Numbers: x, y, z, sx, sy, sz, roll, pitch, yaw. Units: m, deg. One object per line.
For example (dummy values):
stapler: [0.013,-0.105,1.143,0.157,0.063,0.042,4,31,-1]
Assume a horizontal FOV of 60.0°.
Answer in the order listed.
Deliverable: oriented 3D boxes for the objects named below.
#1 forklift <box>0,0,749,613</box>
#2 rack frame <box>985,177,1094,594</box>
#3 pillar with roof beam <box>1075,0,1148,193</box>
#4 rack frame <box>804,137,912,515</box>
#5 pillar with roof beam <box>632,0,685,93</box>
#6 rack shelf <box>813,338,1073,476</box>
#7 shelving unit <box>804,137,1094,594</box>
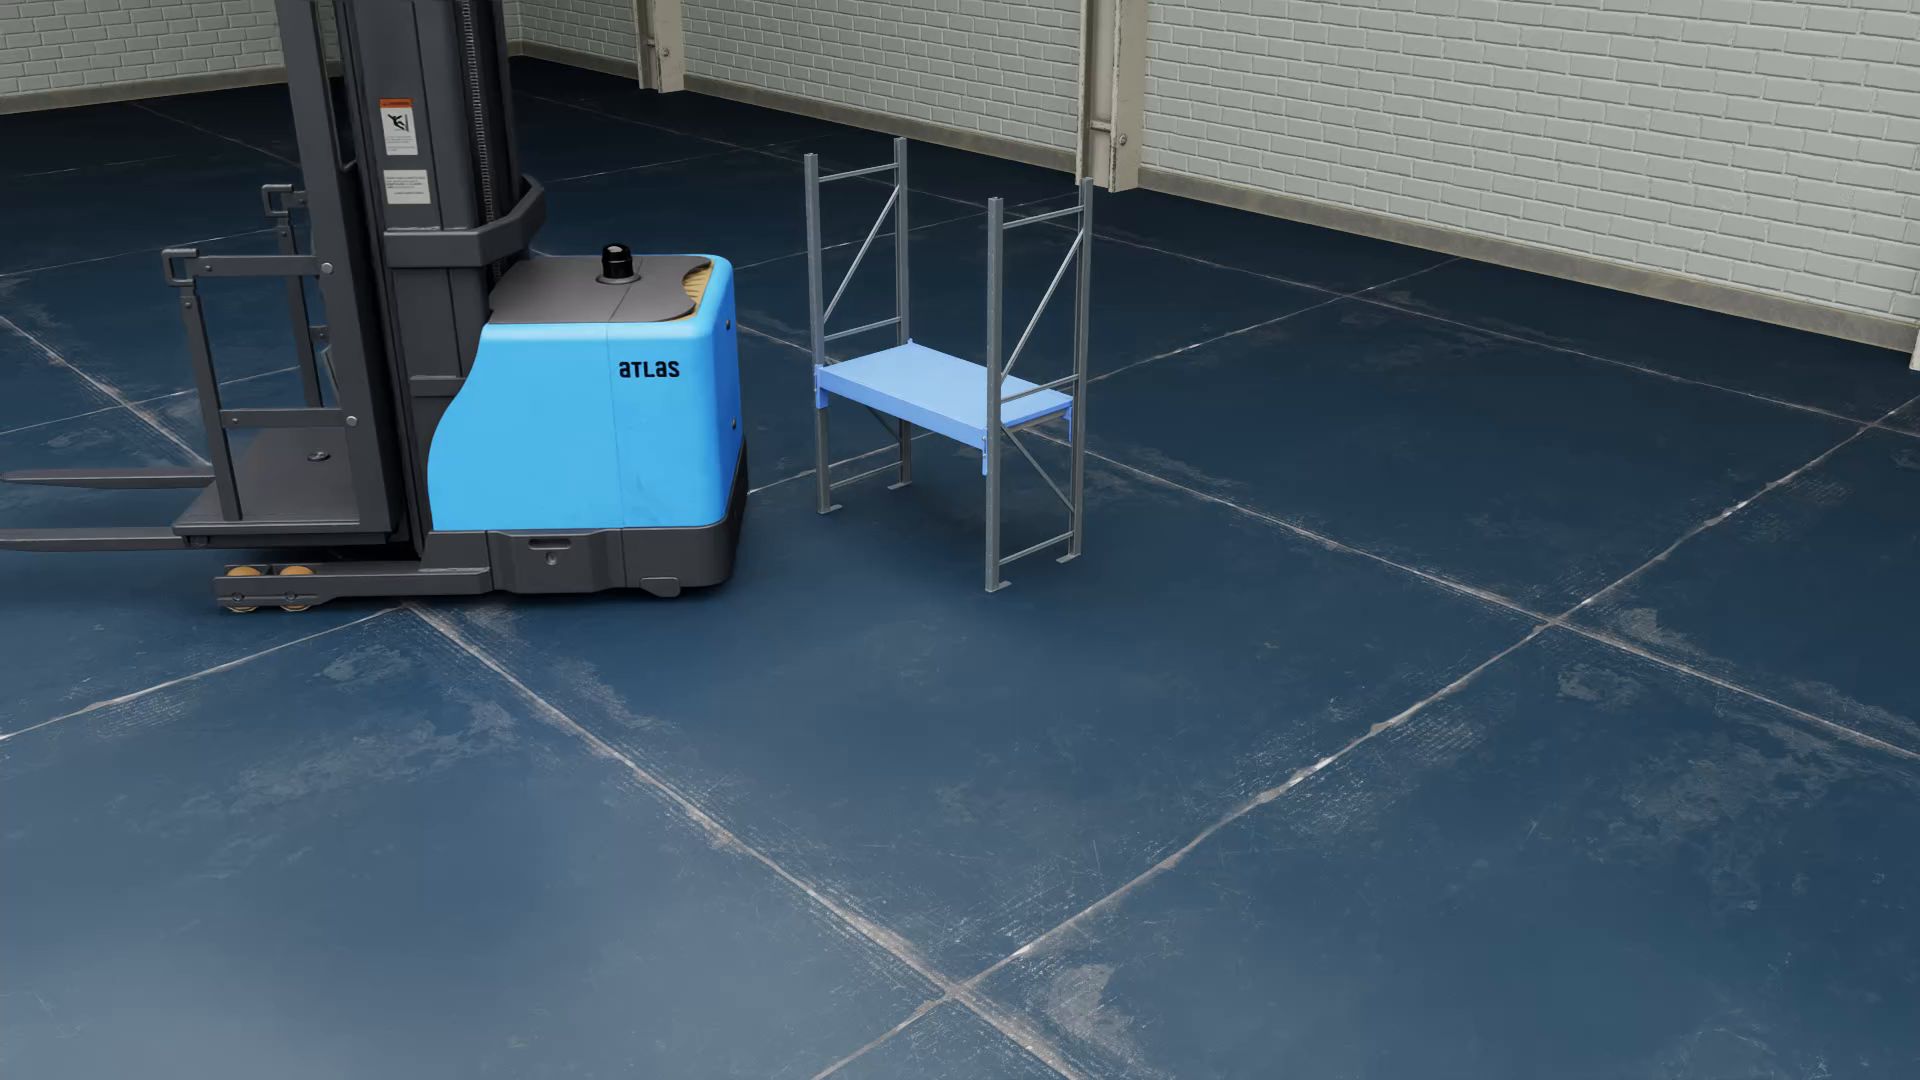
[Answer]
forklift: [-2.395,-1.289,6.044,3.031,2.935,1.130,-1,25,-2]
rack frame: [0.289,-0.554,6.158,0.500,1.500,0.032,-21,32,-38]
pillar with roof beam: [-2.017,-5.577,8.132,9.100,9.000,0.400,-21,32,-38]
rack frame: [-0.406,-0.862,6.833,0.500,1.500,0.032,-21,32,-38]
pillar with roof beam: [-6.118,-7.394,12.117,9.100,9.000,0.400,-21,32,-38]
rack shelf: [-0.058,-0.545,6.570,0.538,0.185,1.000,-21,32,-38]
shelving unit: [-0.058,-0.708,6.495,0.538,1.500,1.048,-21,32,-38]
